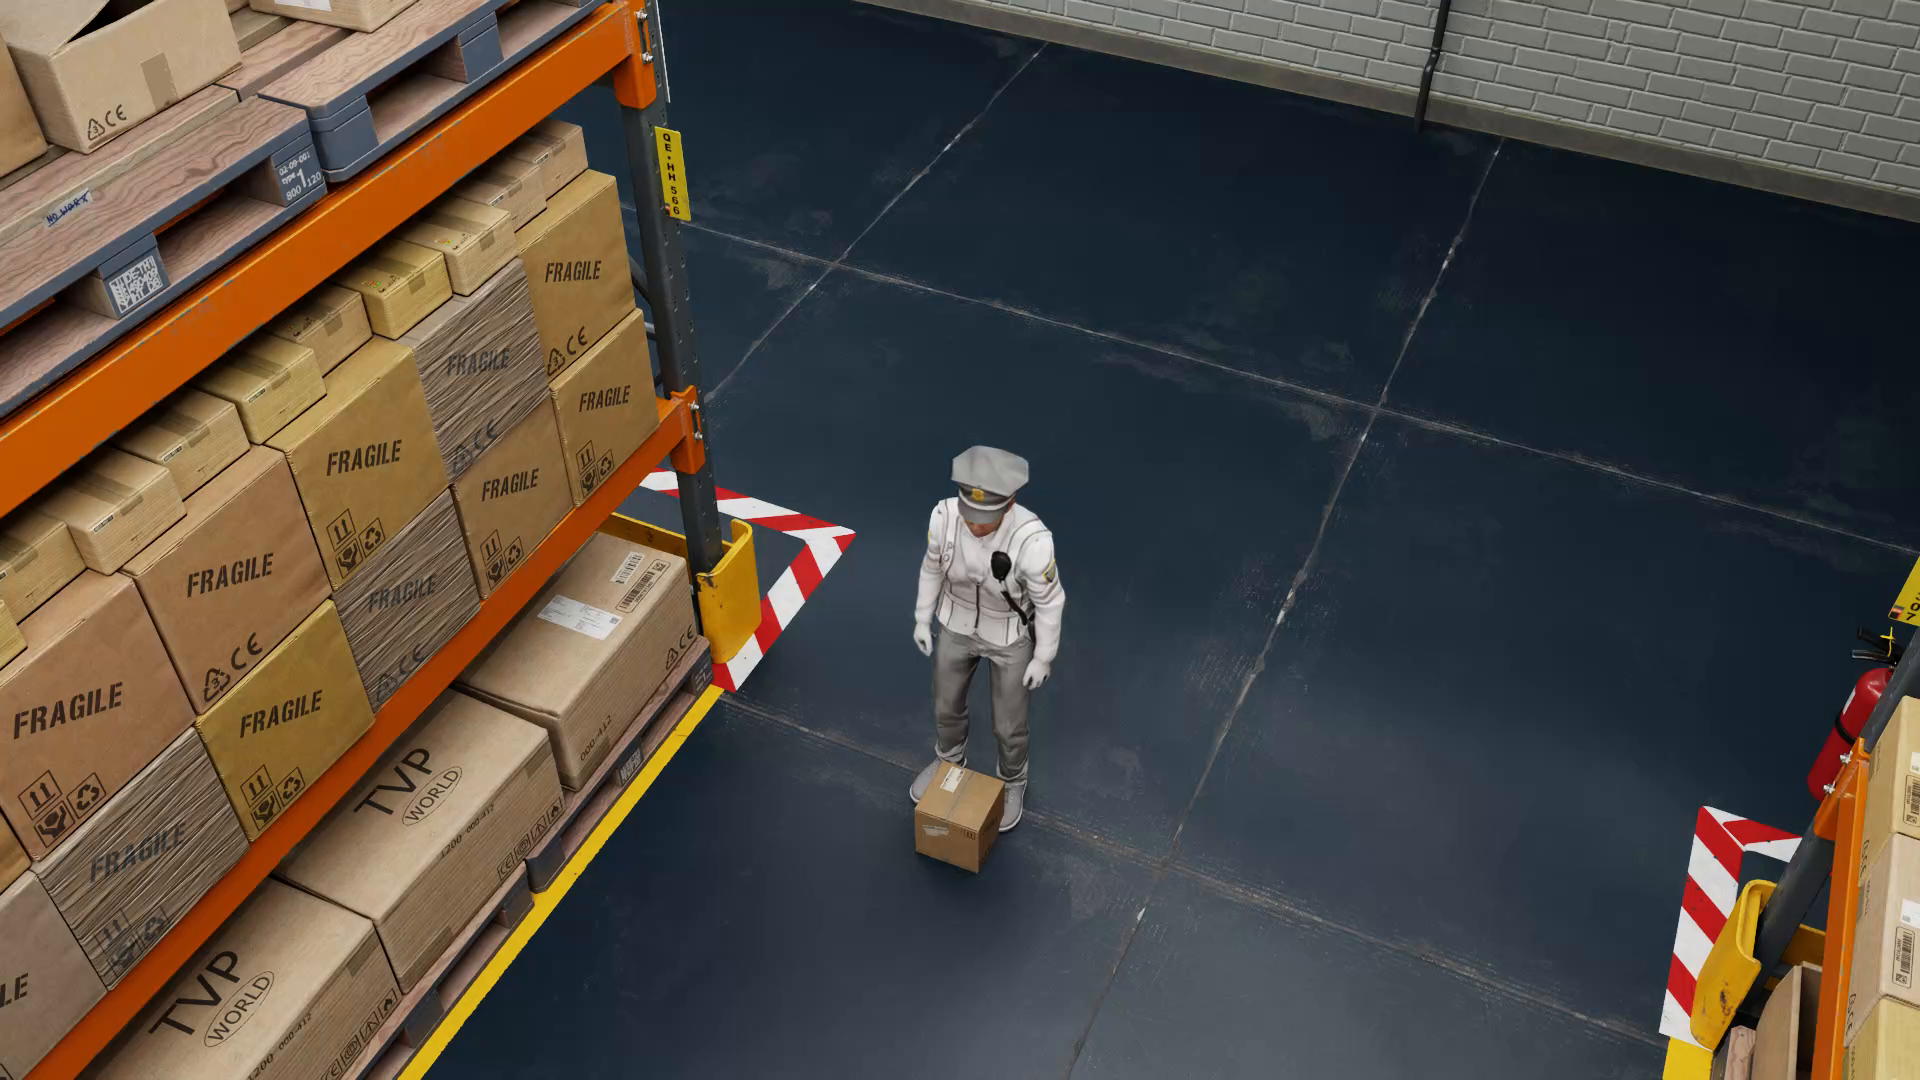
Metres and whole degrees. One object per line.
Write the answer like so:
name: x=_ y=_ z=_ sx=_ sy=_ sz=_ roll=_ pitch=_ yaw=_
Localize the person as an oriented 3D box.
person: x=0.090 y=0.338 z=5.785 sx=0.528 sy=1.663 sz=0.371 roll=16 pitch=45 yaw=17
